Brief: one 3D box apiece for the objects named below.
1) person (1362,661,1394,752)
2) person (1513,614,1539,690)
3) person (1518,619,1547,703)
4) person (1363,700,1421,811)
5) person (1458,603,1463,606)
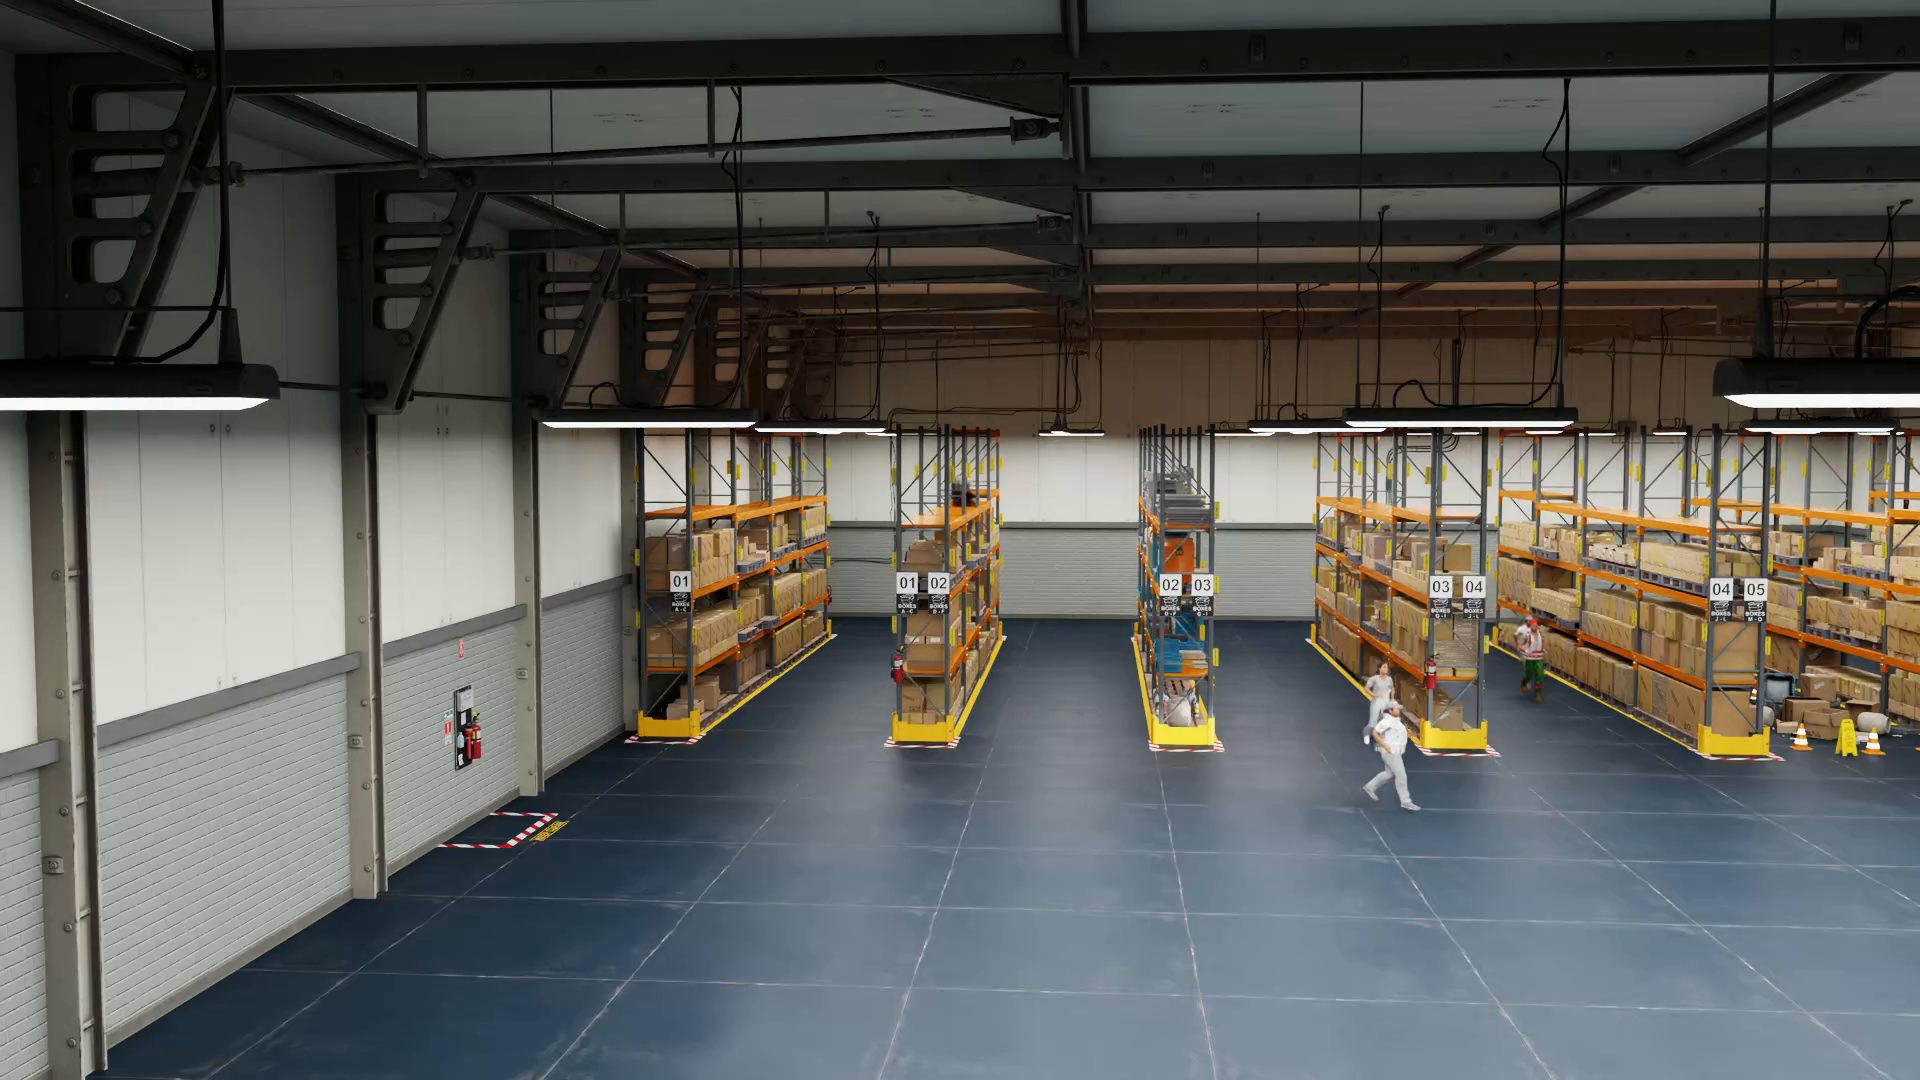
[{"bbox_3d":[7.735,3.046,30.520,0.627,1.618,0.848,0,3,-5],"label":"person"},{"bbox_3d":[13.014,2.537,38.078,0.574,1.684,0.921,0,3,2],"label":"person"},{"bbox_3d":[12.541,2.619,36.390,0.656,1.789,0.956,0,3,-2],"label":"person"},{"bbox_3d":[6.696,3.305,25.736,0.923,1.653,0.605,2,4,29],"label":"person"},{"bbox_3d":[14.427,1.991,47.240,0.953,1.699,0.727,-1,4,-16],"label":"person"}]
